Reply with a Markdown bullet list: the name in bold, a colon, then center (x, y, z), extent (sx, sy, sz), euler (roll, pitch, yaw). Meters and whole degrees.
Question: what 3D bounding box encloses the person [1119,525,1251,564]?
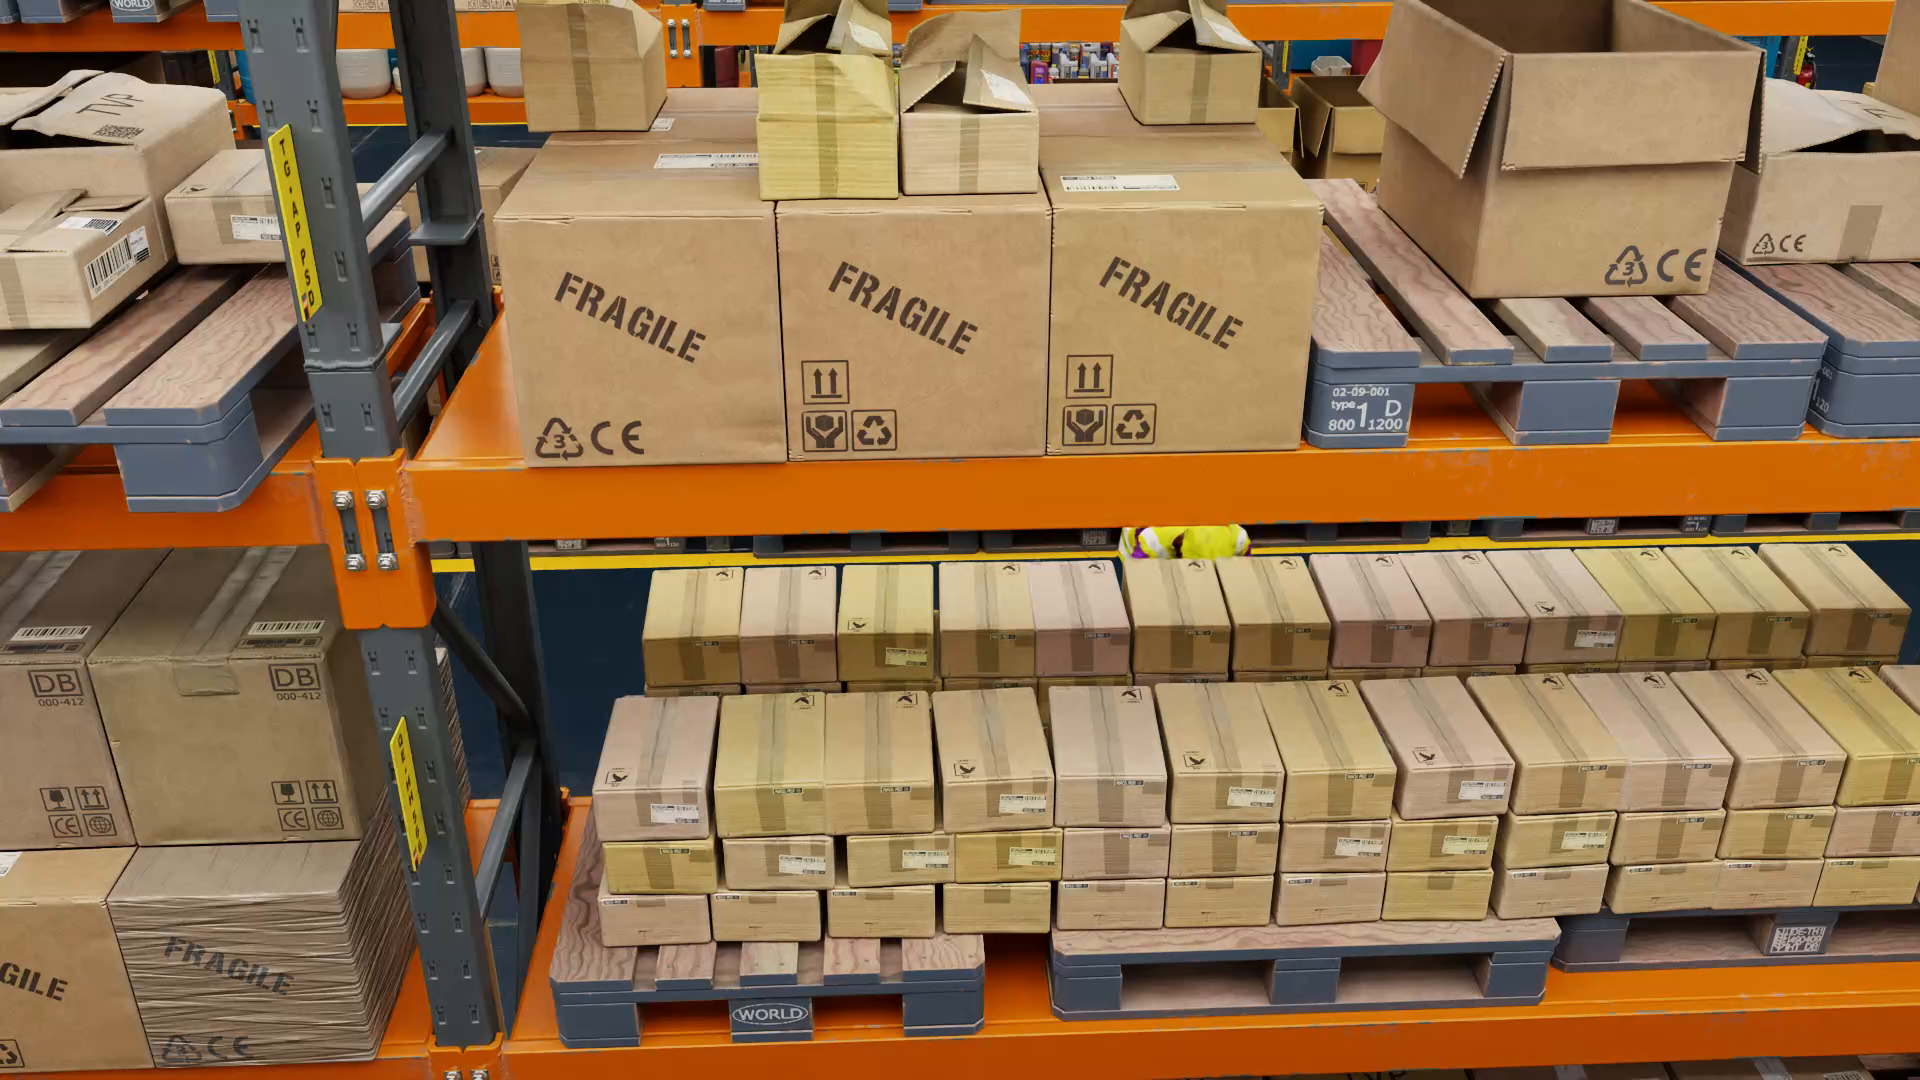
- **person**: center (0.917, 0.371, 6.821), extent (0.475, 1.355, 0.918), euler (-2, 27, -4)
